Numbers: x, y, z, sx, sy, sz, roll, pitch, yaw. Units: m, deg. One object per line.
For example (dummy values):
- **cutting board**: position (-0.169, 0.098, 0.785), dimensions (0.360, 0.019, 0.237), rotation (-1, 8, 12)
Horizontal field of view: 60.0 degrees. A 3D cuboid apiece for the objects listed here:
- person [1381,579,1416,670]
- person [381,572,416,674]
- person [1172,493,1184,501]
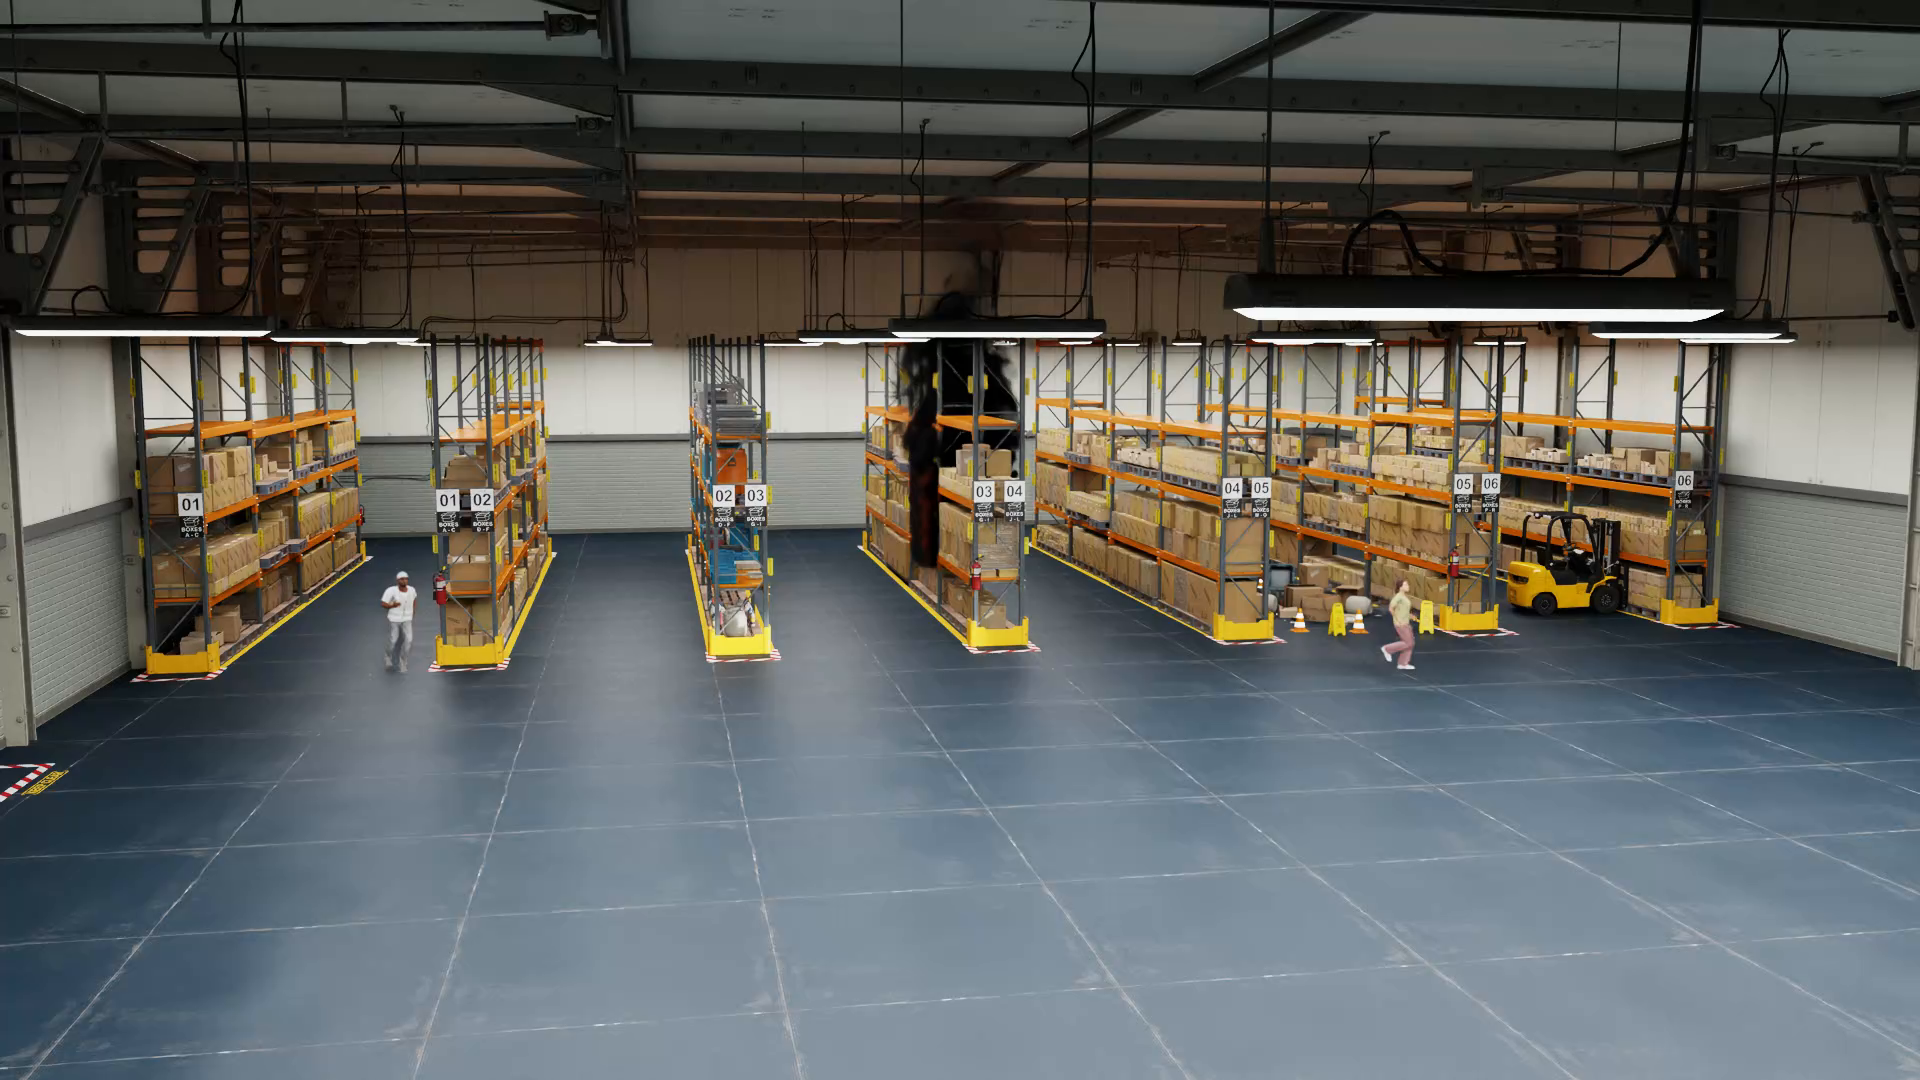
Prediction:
- **person**: position (7.886, 1.489, 29.829), dimensions (0.597, 1.595, 0.596), rotation (4, 7, 28)
- **person**: position (-9.978, 1.465, 29.665), dimensions (0.696, 1.829, 0.746), rotation (-5, 8, -35)
- **person**: position (6.610, -0.946, 50.811), dimensions (0.614, 1.717, 0.681), rotation (1, 7, 7)
